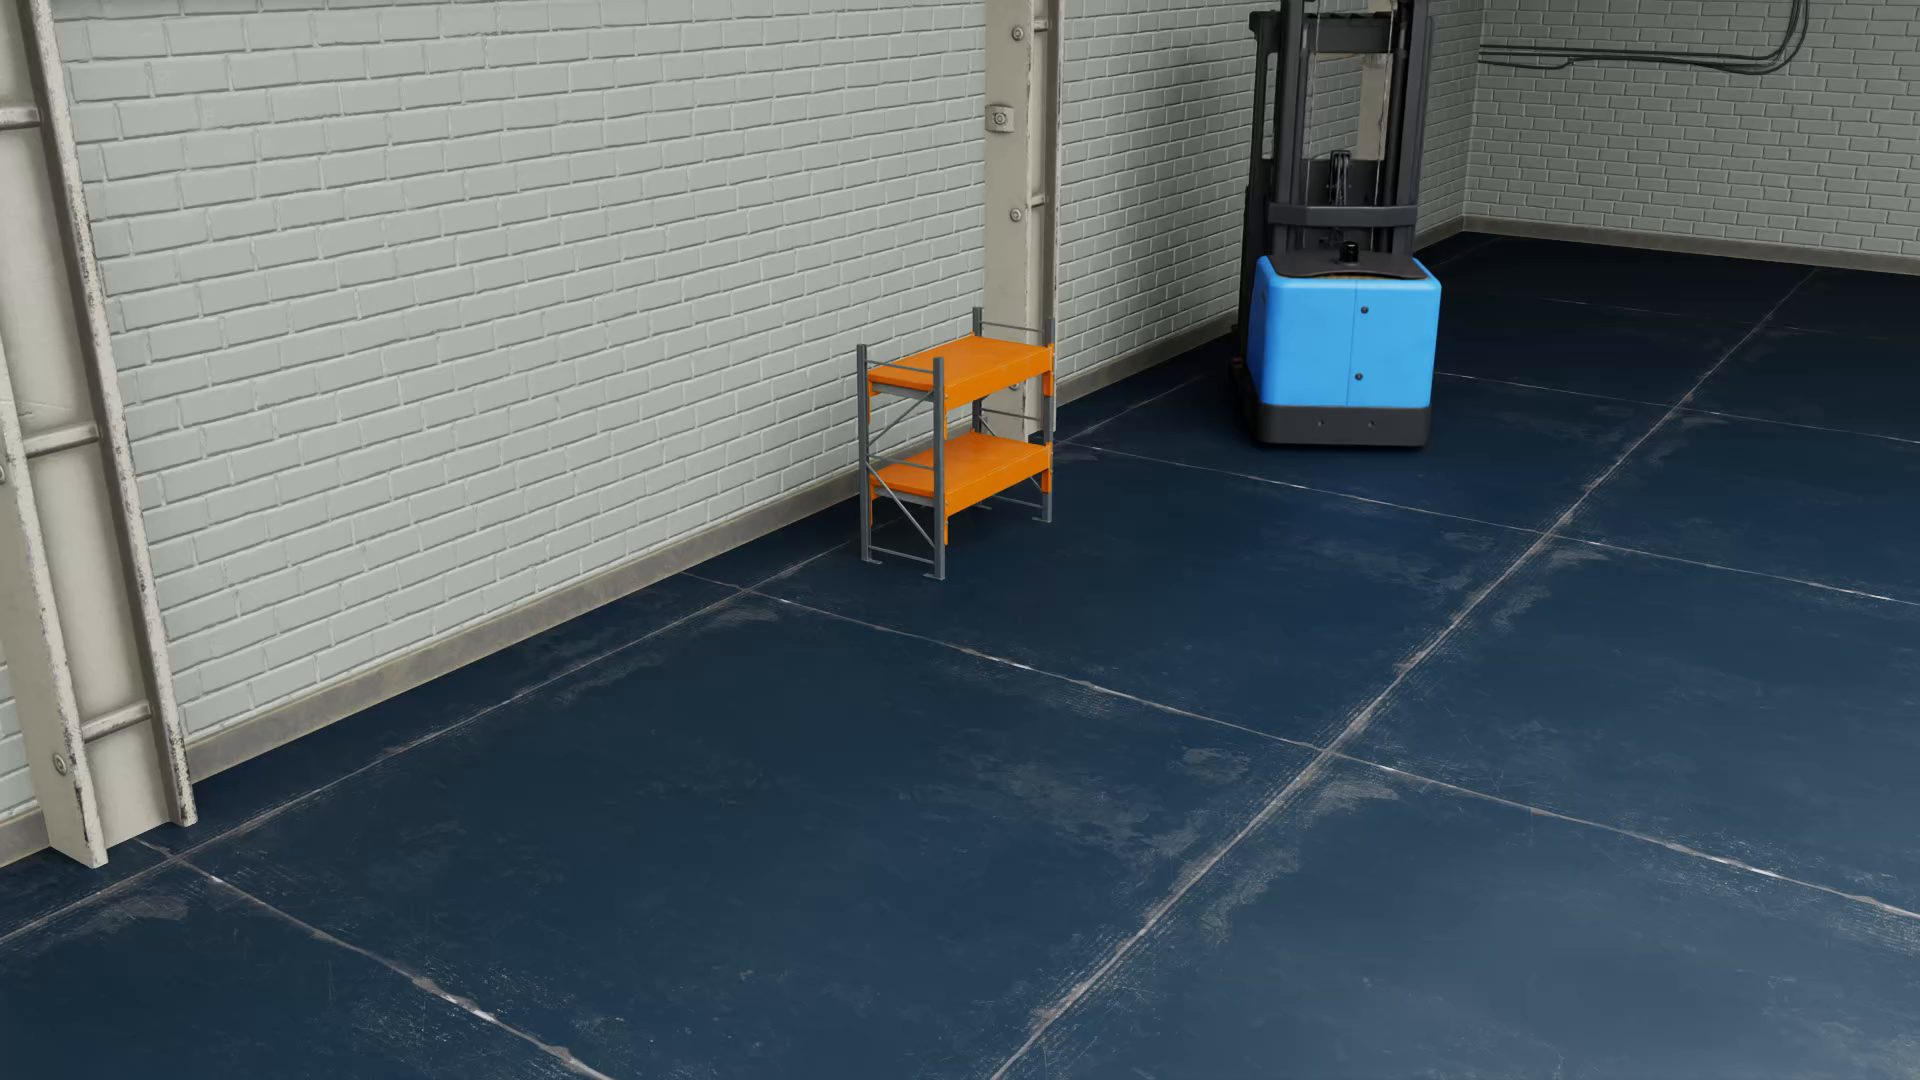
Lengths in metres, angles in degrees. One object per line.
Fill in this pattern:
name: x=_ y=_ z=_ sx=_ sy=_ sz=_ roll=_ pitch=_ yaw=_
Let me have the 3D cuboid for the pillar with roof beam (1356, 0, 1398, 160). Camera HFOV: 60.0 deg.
pillar with roof beam: x=7.314 y=-5.781 z=11.423 sx=9.100 sy=9.000 sz=0.400 roll=13 pitch=24 yaw=32

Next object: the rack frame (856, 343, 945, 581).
rack frame: x=-0.290 y=-0.380 z=8.170 sx=0.500 sy=1.125 sz=0.032 roll=13 pitch=24 yaw=32

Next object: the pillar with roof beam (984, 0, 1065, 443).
pillar with roof beam: x=3.941 y=-4.060 z=6.769 sx=9.100 sy=9.000 sz=0.400 roll=13 pitch=24 yaw=32

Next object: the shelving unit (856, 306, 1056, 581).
shelving unit: x=-0.004 y=-0.526 z=8.565 sx=0.538 sy=1.125 sz=1.048 roll=13 pitch=24 yaw=32

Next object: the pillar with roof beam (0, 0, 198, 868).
pillar with roof beam: x=0.568 y=-2.338 z=2.115 sx=9.100 sy=9.000 sz=0.400 roll=13 pitch=24 yaw=32

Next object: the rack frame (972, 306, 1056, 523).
rack frame: x=0.282 y=-0.671 z=8.959 sx=0.500 sy=1.125 sz=0.032 roll=13 pitch=24 yaw=32

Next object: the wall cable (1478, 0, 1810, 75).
wall cable: x=6.503 y=-5.752 z=15.819 sx=3.097 sy=2.526 sz=0.112 roll=13 pitch=24 yaw=32

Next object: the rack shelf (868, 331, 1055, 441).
rack shelf: x=-0.004 y=-0.800 z=8.463 sx=0.538 sy=0.278 sz=1.000 roll=13 pitch=24 yaw=32

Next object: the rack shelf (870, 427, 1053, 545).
rack shelf: x=-0.004 y=-0.296 z=8.649 sx=0.538 sy=0.278 sz=1.000 roll=13 pitch=24 yaw=32

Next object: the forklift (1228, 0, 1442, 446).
forklift: x=2.449 y=-2.410 z=11.054 sx=1.130 sy=2.935 sz=3.031 roll=1 pitch=20 yaw=4
